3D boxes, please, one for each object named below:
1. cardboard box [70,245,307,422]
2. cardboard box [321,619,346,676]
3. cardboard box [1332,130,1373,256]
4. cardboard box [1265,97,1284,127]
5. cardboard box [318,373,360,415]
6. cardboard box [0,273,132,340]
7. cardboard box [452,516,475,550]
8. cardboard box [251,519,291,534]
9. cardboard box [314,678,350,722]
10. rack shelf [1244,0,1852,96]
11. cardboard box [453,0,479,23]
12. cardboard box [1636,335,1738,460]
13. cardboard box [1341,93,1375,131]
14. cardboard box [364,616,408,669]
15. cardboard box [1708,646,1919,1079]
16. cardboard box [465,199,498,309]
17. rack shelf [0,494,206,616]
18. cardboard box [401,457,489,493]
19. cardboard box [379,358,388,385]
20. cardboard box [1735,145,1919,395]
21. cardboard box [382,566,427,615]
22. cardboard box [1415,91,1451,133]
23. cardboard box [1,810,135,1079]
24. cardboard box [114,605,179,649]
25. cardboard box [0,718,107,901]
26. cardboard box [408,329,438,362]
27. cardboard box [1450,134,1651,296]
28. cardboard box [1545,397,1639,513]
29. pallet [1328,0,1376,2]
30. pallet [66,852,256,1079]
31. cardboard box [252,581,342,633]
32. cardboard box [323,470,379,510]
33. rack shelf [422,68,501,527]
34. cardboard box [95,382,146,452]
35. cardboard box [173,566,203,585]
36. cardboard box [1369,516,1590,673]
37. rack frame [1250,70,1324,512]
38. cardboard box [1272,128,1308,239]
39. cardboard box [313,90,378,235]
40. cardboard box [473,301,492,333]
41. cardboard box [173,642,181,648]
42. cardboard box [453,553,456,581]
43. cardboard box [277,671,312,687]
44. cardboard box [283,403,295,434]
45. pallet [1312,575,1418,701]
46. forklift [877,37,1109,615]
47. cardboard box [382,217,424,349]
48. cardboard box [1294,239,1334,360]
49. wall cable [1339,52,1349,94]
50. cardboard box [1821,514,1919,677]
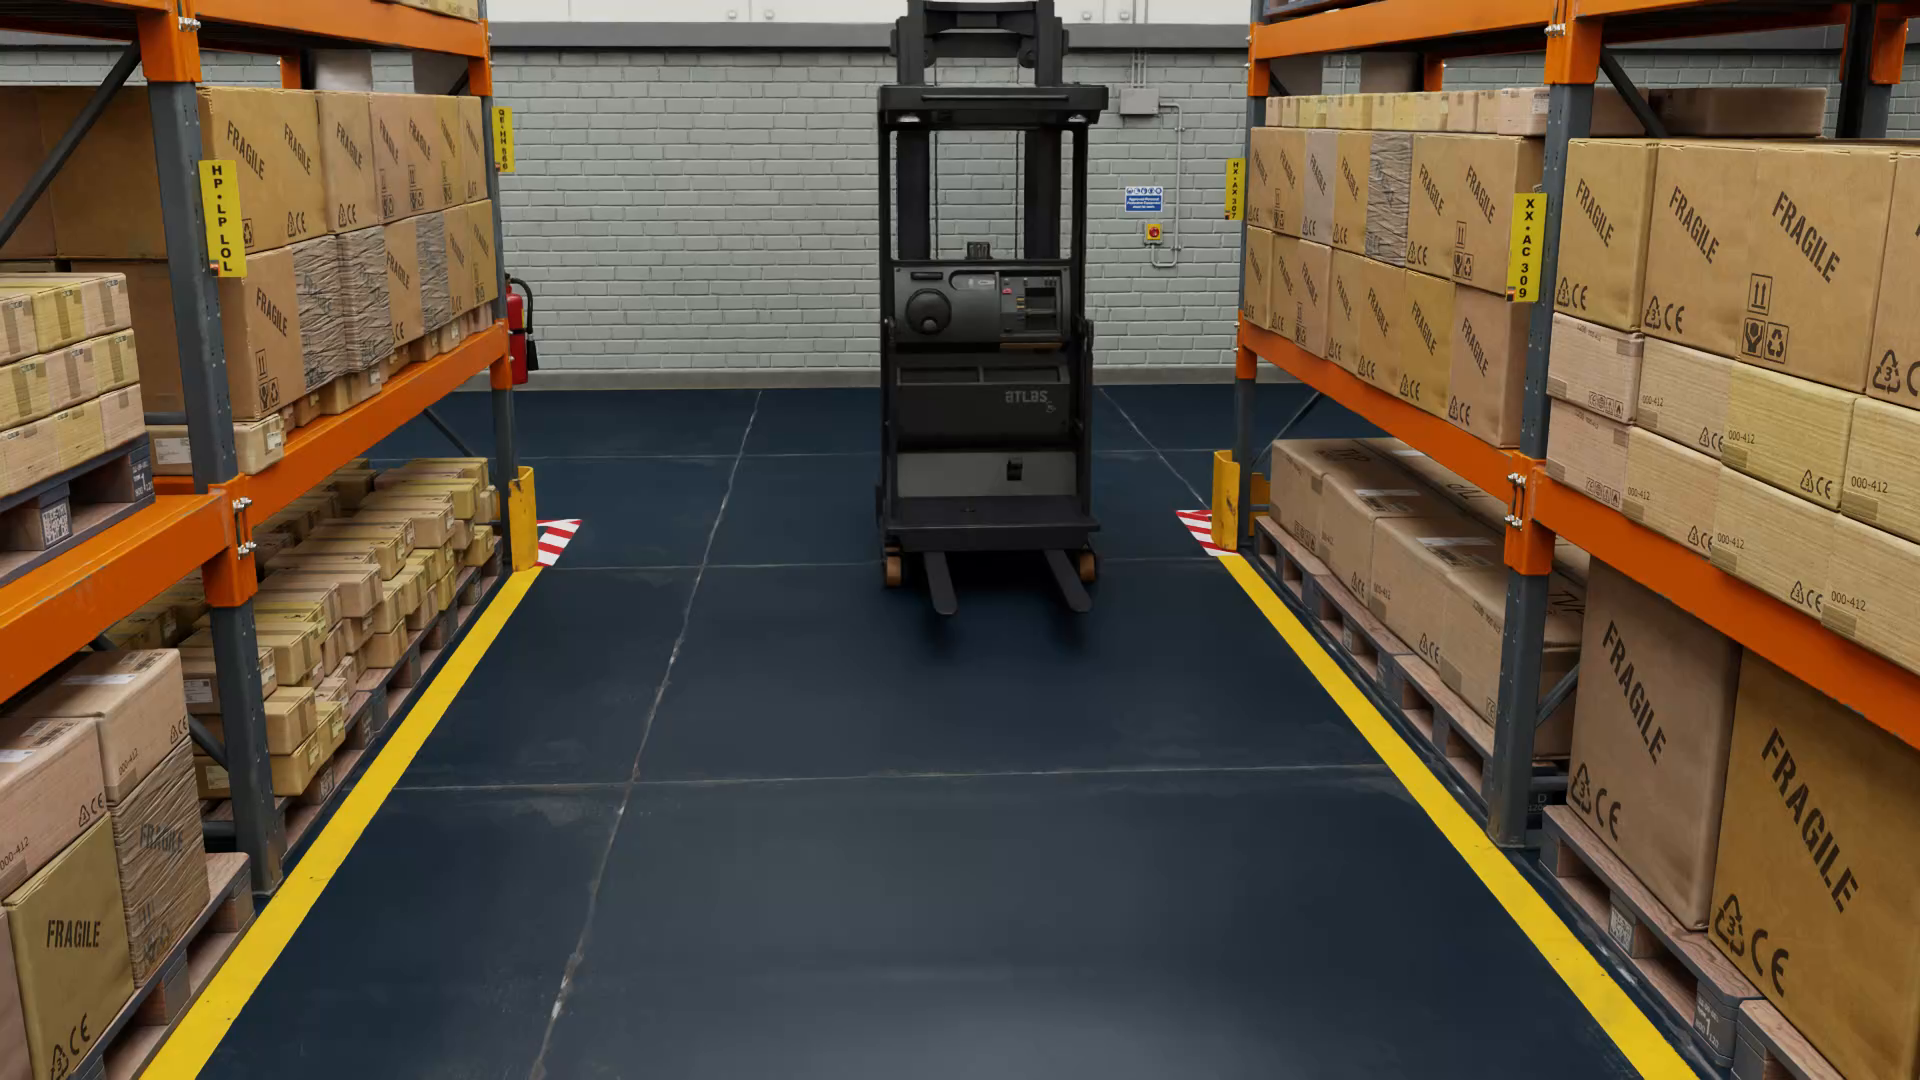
[{"bbox_3d":[-2.429,-0.662,5.283,0.500,0.500,0.500,-1,14,-4],"label":"cardboard box"},{"bbox_3d":[-2.524,0.407,6.208,0.380,0.149,0.250,-2,15,-6],"label":"cardboard box"},{"bbox_3d":[1.892,-1.468,7.003,0.500,0.500,0.500,-1,14,-3],"label":"cardboard box"},{"bbox_3d":[1.782,-2.193,8.522,0.380,0.149,0.250,-1,14,-2],"label":"cardboard box"},{"bbox_3d":[-2.462,-0.557,6.174,0.380,0.149,0.250,-1,14,-2],"label":"cardboard box"},{"bbox_3d":[-2.431,-0.616,4.367,0.380,0.149,0.250,0,14,-1],"label":"cardboard box"},{"bbox_3d":[-2.547,-0.048,7.976,0.380,0.149,0.250,-1,15,-6],"label":"cardboard box"},{"bbox_3d":[-3.103,0.014,7.136,0.380,0.149,0.250,-1,14,-3],"label":"cardboard box"},{"bbox_3d":[-2.436,0.612,6.007,0.380,0.149,0.250,-1,14,-4],"label":"cardboard box"},{"bbox_3d":[2.160,-2.046,6.882,1.077,0.370,4.000,-1,14,-3],"label":"rack shelf"},{"bbox_3d":[-2.606,-2.609,7.926,0.500,0.250,0.500,-1,14,-5],"label":"cardboard box"},{"bbox_3d":[2.090,-0.371,4.245,0.500,0.250,0.500,-1,14,-3],"label":"cardboard box"},{"bbox_3d":[1.836,-1.807,7.020,0.380,0.149,0.250,-1,14,-5],"label":"cardboard box"},{"bbox_3d":[-2.473,0.417,6.764,0.380,0.149,0.250,-1,14,-5],"label":"cardboard box"},{"bbox_3d":[2.466,0.759,3.979,0.875,0.875,0.875,0,14,-2],"label":"cardboard box"},{"bbox_3d":[-2.613,-1.422,8.237,0.500,0.500,0.500,-1,14,-2],"label":"cardboard box"},{"bbox_3d":[-2.526,0.408,2.971,0.919,0.124,3.809,-1,14,-3],"label":"rack shelf"},{"bbox_3d":[-2.612,-0.321,8.437,0.380,0.149,0.250,-1,14,-3],"label":"cardboard box"},{"bbox_3d":[-2.534,-0.689,6.690,0.380,0.149,0.250,0,14,-1],"label":"cardboard box"},{"bbox_3d":[2.112,-0.612,3.679,0.500,0.500,0.500,-1,14,-5],"label":"cardboard box"},{"bbox_3d":[-2.459,0.212,6.962,0.380,0.149,0.250,-1,14,-3],"label":"cardboard box"},{"bbox_3d":[1.949,-1.617,6.280,0.380,0.149,0.250,-1,14,-4],"label":"cardboard box"},{"bbox_3d":[-2.322,0.972,3.902,0.500,0.500,0.500,-1,14,-5],"label":"cardboard box"},{"bbox_3d":[-3.010,0.337,5.880,0.380,0.149,0.250,-1,14,-4],"label":"cardboard box"},{"bbox_3d":[-2.333,0.611,3.802,0.500,0.250,0.500,0,14,-1],"label":"cardboard box"},{"bbox_3d":[-2.561,-0.885,7.452,0.380,0.149,0.250,-2,15,-6],"label":"cardboard box"},{"bbox_3d":[1.979,-1.090,5.536,0.500,0.500,0.500,-1,14,-4],"label":"cardboard box"},{"bbox_3d":[2.048,-0.258,4.811,0.500,0.250,0.500,-1,14,-5],"label":"cardboard box"},{"bbox_3d":[2.171,-2.360,6.838,1.003,0.211,1.213,-1,14,-3],"label":"pallet"},{"bbox_3d":[-2.601,1.201,4.434,1.003,0.211,1.213,-1,14,-3],"label":"pallet"},{"bbox_3d":[-2.526,0.262,6.175,0.380,0.149,0.250,-1,14,-5],"label":"cardboard box"},{"bbox_3d":[-3.068,-0.246,8.148,0.380,0.149,0.250,-1,14,-2],"label":"cardboard box"},{"bbox_3d":[-2.901,-1.337,8.705,0.949,2.616,0.053,-1,14,-3],"label":"rack shelf"},{"bbox_3d":[-2.428,-0.329,4.446,0.380,0.149,0.250,-1,14,-5],"label":"cardboard box"},{"bbox_3d":[-3.057,0.206,6.392,0.380,0.149,0.250,-2,15,-6],"label":"cardboard box"},{"bbox_3d":[2.296,0.213,6.979,0.875,0.438,0.875,-1,14,-5],"label":"cardboard box"},{"bbox_3d":[2.039,-1.439,9.100,0.949,2.616,0.053,-1,14,-3],"label":"rack frame"},{"bbox_3d":[1.821,-1.720,7.983,0.500,0.500,0.500,-1,14,-5],"label":"cardboard box"},{"bbox_3d":[-2.483,-1.390,6.104,0.500,0.500,0.500,-1,14,-3],"label":"cardboard box"},{"bbox_3d":[-2.596,-1.139,8.438,0.380,0.149,0.250,-1,14,-3],"label":"cardboard box"},{"bbox_3d":[-2.968,0.420,6.157,0.380,0.149,0.250,-1,14,-3],"label":"cardboard box"},{"bbox_3d":[-2.582,0.158,7.771,0.380,0.149,0.250,-1,14,-3],"label":"cardboard box"},{"bbox_3d":[-2.459,0.534,5.713,0.380,0.149,0.250,-1,14,-3],"label":"cardboard box"},{"bbox_3d":[-2.500,-0.425,5.663,0.380,0.149,0.250,-2,15,-6],"label":"cardboard box"},{"bbox_3d":[2.236,0.412,7.502,1.003,0.211,1.213,-1,14,-3],"label":"pallet"},{"bbox_3d":[3.829,-1.675,5.583,8.052,5.209,8.879,-1,14,-4],"label":"forklift"},{"bbox_3d":[-2.525,-1.044,6.766,0.500,0.500,0.500,0,14,-1],"label":"cardboard box"},{"bbox_3d":[1.852,-1.112,7.626,0.500,0.500,0.500,-1,14,-4],"label":"cardboard box"},{"bbox_3d":[3.078,-3.358,14.518,0.588,1.984,0.122,-1,14,-3],"label":"wall cable"},{"bbox_3d":[2.119,0.123,3.331,0.500,0.250,0.500,-1,14,-4],"label":"cardboard box"}]
